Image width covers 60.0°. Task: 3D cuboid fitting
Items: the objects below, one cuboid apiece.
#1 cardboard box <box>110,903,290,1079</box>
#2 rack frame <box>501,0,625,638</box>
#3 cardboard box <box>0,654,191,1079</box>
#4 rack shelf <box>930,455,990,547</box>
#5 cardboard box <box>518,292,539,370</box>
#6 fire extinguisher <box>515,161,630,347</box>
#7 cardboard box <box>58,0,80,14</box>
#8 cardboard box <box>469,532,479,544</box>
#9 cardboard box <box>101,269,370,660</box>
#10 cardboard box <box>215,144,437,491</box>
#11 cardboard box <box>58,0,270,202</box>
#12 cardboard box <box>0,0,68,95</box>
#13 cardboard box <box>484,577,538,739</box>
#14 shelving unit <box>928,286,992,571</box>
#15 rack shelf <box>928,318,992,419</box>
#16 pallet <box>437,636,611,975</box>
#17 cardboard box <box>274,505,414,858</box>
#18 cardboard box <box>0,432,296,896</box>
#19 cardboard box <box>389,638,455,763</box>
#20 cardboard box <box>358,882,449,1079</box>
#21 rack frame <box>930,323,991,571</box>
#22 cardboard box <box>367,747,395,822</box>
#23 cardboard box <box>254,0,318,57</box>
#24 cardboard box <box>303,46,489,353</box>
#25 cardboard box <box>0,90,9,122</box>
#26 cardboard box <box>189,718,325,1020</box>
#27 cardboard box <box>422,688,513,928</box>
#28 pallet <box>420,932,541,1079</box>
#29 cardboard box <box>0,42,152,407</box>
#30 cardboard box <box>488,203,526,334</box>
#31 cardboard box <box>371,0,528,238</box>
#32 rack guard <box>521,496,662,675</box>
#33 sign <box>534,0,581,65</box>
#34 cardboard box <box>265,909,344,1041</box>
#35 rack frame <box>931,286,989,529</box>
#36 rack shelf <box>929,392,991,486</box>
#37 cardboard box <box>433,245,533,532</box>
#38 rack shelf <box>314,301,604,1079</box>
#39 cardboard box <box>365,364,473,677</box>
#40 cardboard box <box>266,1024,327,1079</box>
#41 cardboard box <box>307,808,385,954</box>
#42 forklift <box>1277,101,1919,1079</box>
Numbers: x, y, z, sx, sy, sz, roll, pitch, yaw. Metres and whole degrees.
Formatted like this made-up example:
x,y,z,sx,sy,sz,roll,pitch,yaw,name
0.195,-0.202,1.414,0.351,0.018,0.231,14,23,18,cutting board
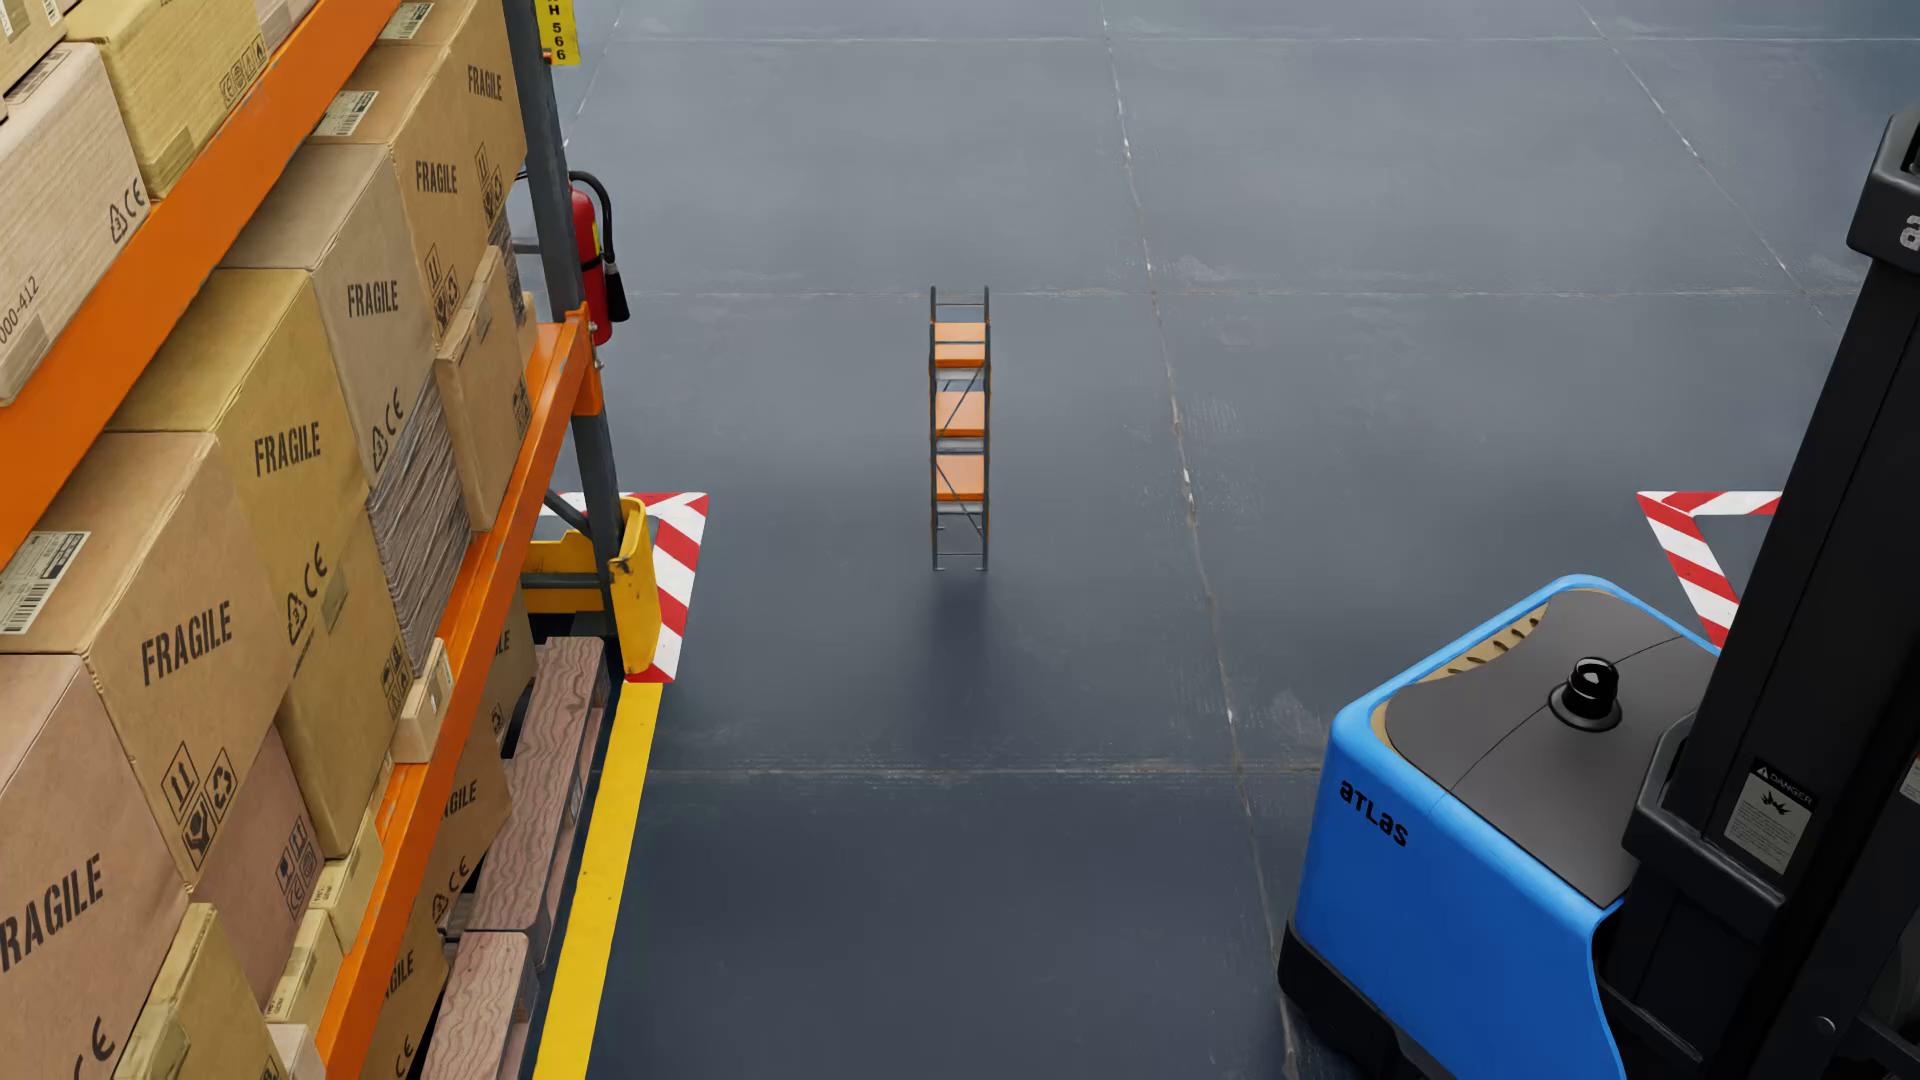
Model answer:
x,y,z,sx,sy,sz,roll,pitch,yaw,name
-1.542,0.886,2.429,0.875,0.500,0.500,0,39,0,cardboard box
-1.643,-0.867,4.933,1.000,3.000,0.127,0,39,0,rack frame
-1.387,0.495,2.116,0.500,0.500,0.500,0,39,0,cardboard box
0.000,-0.151,6.060,0.215,0.259,0.240,0,39,0,rack shelf
-1.436,-0.591,4.789,0.380,0.149,0.250,0,39,0,cardboard box
-1.182,-0.908,5.047,0.296,0.674,0.183,0,39,0,fire extinguisher
-1.404,-0.813,2.268,0.380,0.149,0.250,1,39,1,cardboard box
-1.400,-0.122,4.204,0.380,0.149,0.250,0,39,0,cardboard box
-1.399,-0.130,2.896,0.500,0.500,0.500,0,39,0,cardboard box
-1.391,-0.443,3.287,0.500,0.500,0.500,0,39,0,cardboard box
-1.387,-0.730,2.484,0.500,0.250,0.500,-1,39,-1,cardboard box
-1.370,-0.652,2.067,0.380,0.149,0.250,-1,39,-1,cardboard box
-1.659,0.335,5.096,0.500,0.500,0.500,7,39,8,cardboard box
0.000,-0.376,5.880,0.215,1.050,0.252,0,39,0,shelving unit
0.000,-0.589,5.709,0.215,0.259,0.240,0,39,0,rack shelf
-1.677,0.777,5.112,1.003,0.211,1.213,0,39,0,pallet
-1.603,0.260,3.209,0.875,0.500,0.500,0,39,0,cardboard box
-1.387,0.183,2.506,0.500,0.500,0.500,0,39,0,cardboard box
-1.329,0.347,3.619,0.380,0.149,0.250,0,39,0,cardboard box
-1.642,1.101,4.141,0.500,0.500,0.500,3,39,4,cardboard box
0.000,-0.300,5.785,0.200,1.050,0.008,0,39,0,rack frame
-1.399,0.504,3.424,0.380,0.149,0.250,0,39,0,cardboard box
-1.393,-1.045,2.876,0.500,0.250,0.500,1,39,1,cardboard box
-1.389,-0.755,3.677,0.500,0.500,0.500,0,39,0,cardboard box
-1.335,-0.492,1.868,0.380,0.149,0.250,-1,39,-1,cardboard box
-1.644,0.573,2.819,0.875,0.500,0.500,0,39,0,cardboard box
-1.624,0.709,4.629,0.500,0.500,0.500,10,40,12,cardboard box
-1.679,1.538,4.162,1.003,0.211,1.213,0,39,0,pallet
-1.378,-0.400,2.072,0.500,0.250,0.500,-1,39,-2,cardboard box
-1.670,-0.678,4.379,0.875,0.500,0.500,0,39,0,cardboard box
-1.395,-1.068,4.067,0.500,0.500,0.500,0,39,0,cardboard box
-1.643,0.156,5.655,1.175,0.500,0.348,0,39,0,rack guard
-1.088,-1.430,4.457,0.100,0.325,0.005,0,39,0,sign
-1.364,0.816,3.033,0.380,0.149,0.250,0,39,0,cardboard box
0.000,-0.453,5.975,0.200,1.050,0.008,0,39,0,rack frame
0.000,-0.368,5.887,0.215,0.259,0.240,0,39,0,rack shelf
-1.549,-0.365,3.989,0.875,0.500,0.500,0,39,0,cardboard box
-1.641,0.665,3.597,1.077,0.370,4.000,0,39,0,rack shelf
-1.592,-0.052,3.599,0.875,0.500,0.500,0,39,0,cardboard box
-1.322,0.973,2.838,0.380,0.149,0.250,0,39,0,cardboard box
-1.353,0.660,3.229,0.380,0.149,0.250,0,39,0,cardboard box
2.162,0.680,3.058,1.130,2.935,3.031,-25,45,-28,forklift
